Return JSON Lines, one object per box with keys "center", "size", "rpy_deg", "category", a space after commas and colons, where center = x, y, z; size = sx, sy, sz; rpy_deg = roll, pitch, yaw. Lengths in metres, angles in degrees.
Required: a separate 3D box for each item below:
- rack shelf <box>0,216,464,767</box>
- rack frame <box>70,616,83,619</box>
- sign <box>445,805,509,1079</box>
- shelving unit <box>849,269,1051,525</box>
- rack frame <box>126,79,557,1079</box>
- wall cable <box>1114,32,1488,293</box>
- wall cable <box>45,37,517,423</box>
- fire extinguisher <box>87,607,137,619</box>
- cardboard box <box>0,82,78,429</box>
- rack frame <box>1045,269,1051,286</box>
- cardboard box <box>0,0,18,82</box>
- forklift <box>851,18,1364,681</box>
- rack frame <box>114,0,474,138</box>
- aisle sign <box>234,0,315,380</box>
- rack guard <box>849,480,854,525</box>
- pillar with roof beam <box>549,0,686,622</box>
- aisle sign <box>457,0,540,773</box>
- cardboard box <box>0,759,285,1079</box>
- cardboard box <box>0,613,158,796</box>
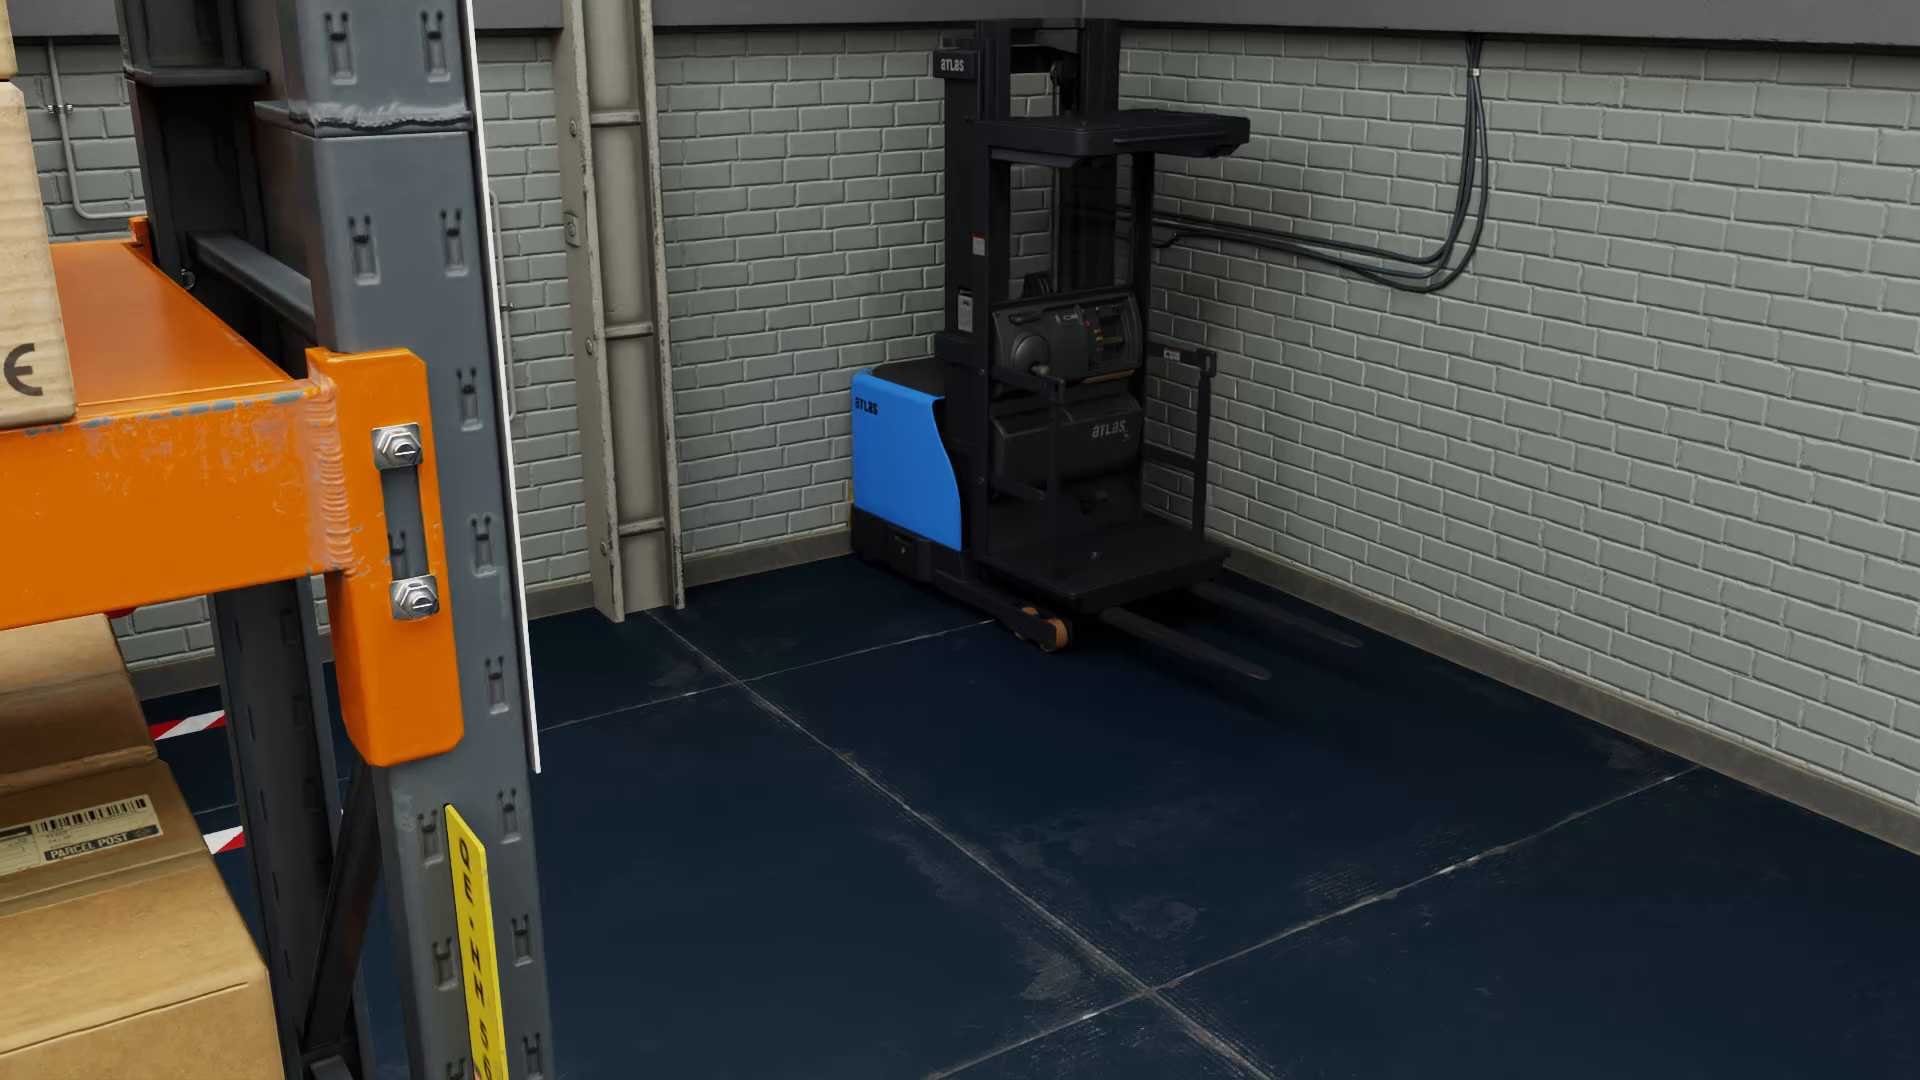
{"center": [-2.404, 0.229, 0.823], "size": [4.000, 0.370, 1.077], "rpy_deg": [-12, 22, -31], "category": "rack shelf"}
{"center": [-3.461, -0.367, 6.148], "size": [0.127, 3.000, 1.000], "rpy_deg": [-12, 22, -31], "category": "rack frame"}
{"center": [-0.445, 0.411, 1.545], "size": [0.005, 0.325, 0.100], "rpy_deg": [-12, 22, -31], "category": "sign"}
{"center": [-0.072, -0.843, 9.636], "size": [1.083, 1.500, 0.587], "rpy_deg": [3, 8, -7], "category": "shelving unit"}
{"center": [-0.734, 0.957, 2.231], "size": [0.127, 3.000, 1.000], "rpy_deg": [-12, 22, -31], "category": "rack frame"}
{"center": [1.459, -2.639, 8.348], "size": [0.112, 2.526, 3.097], "rpy_deg": [-12, 22, -31], "category": "wall cable"}
{"center": [-2.912, -1.327, 7.401], "size": [1.851, 1.984, 0.084], "rpy_deg": [-12, 22, -31], "category": "wall cable"}
{"center": [-3.081, -0.057, 5.933], "size": [0.183, 0.674, 0.296], "rpy_deg": [-12, 22, -31], "category": "fire extinguisher"}
{"center": [-1.018, -0.232, 1.298], "size": [0.500, 0.250, 0.500], "rpy_deg": [-12, 22, -31], "category": "cardboard box"}
{"center": [0.423, -0.818, 9.697], "size": [0.032, 1.500, 0.500], "rpy_deg": [3, 8, -7], "category": "rack frame"}
{"center": [-1.022, -0.471, 1.225], "size": [0.500, 0.250, 0.500], "rpy_deg": [-12, 22, -31], "category": "cardboard box"}
{"center": [0.676, -1.019, 8.181], "size": [1.130, 2.935, 3.031], "rpy_deg": [-14, 23, -35], "category": "forklift"}
{"center": [-0.734, -1.885, 1.270], "size": [0.127, 3.000, 1.000], "rpy_deg": [-12, 22, -31], "category": "rack frame"}
{"center": [-0.838, -0.365, 2.082], "size": [0.004, 0.787, 0.394], "rpy_deg": [-12, 22, -31], "category": "aisle sign"}
{"center": [-0.607, -0.249, 9.660], "size": [0.087, 0.250, 0.587], "rpy_deg": [3, 8, -7], "category": "rack guard"}
{"center": [0.686, -2.765, 3.872], "size": [0.400, 9.000, 9.100], "rpy_deg": [-12, 22, -31], "category": "pillar with roof beam"}
{"center": [-0.508, -0.205, 1.607], "size": [0.004, 0.787, 0.394], "rpy_deg": [-12, 22, -31], "category": "aisle sign"}
{"center": [-0.954, 0.588, 1.605], "size": [0.500, 0.500, 0.500], "rpy_deg": [-12, 22, -32], "category": "cardboard box"}
{"center": [-1.249, 0.444, 2.032], "size": [0.500, 0.500, 0.500], "rpy_deg": [-11, 22, -30], "category": "cardboard box"}
